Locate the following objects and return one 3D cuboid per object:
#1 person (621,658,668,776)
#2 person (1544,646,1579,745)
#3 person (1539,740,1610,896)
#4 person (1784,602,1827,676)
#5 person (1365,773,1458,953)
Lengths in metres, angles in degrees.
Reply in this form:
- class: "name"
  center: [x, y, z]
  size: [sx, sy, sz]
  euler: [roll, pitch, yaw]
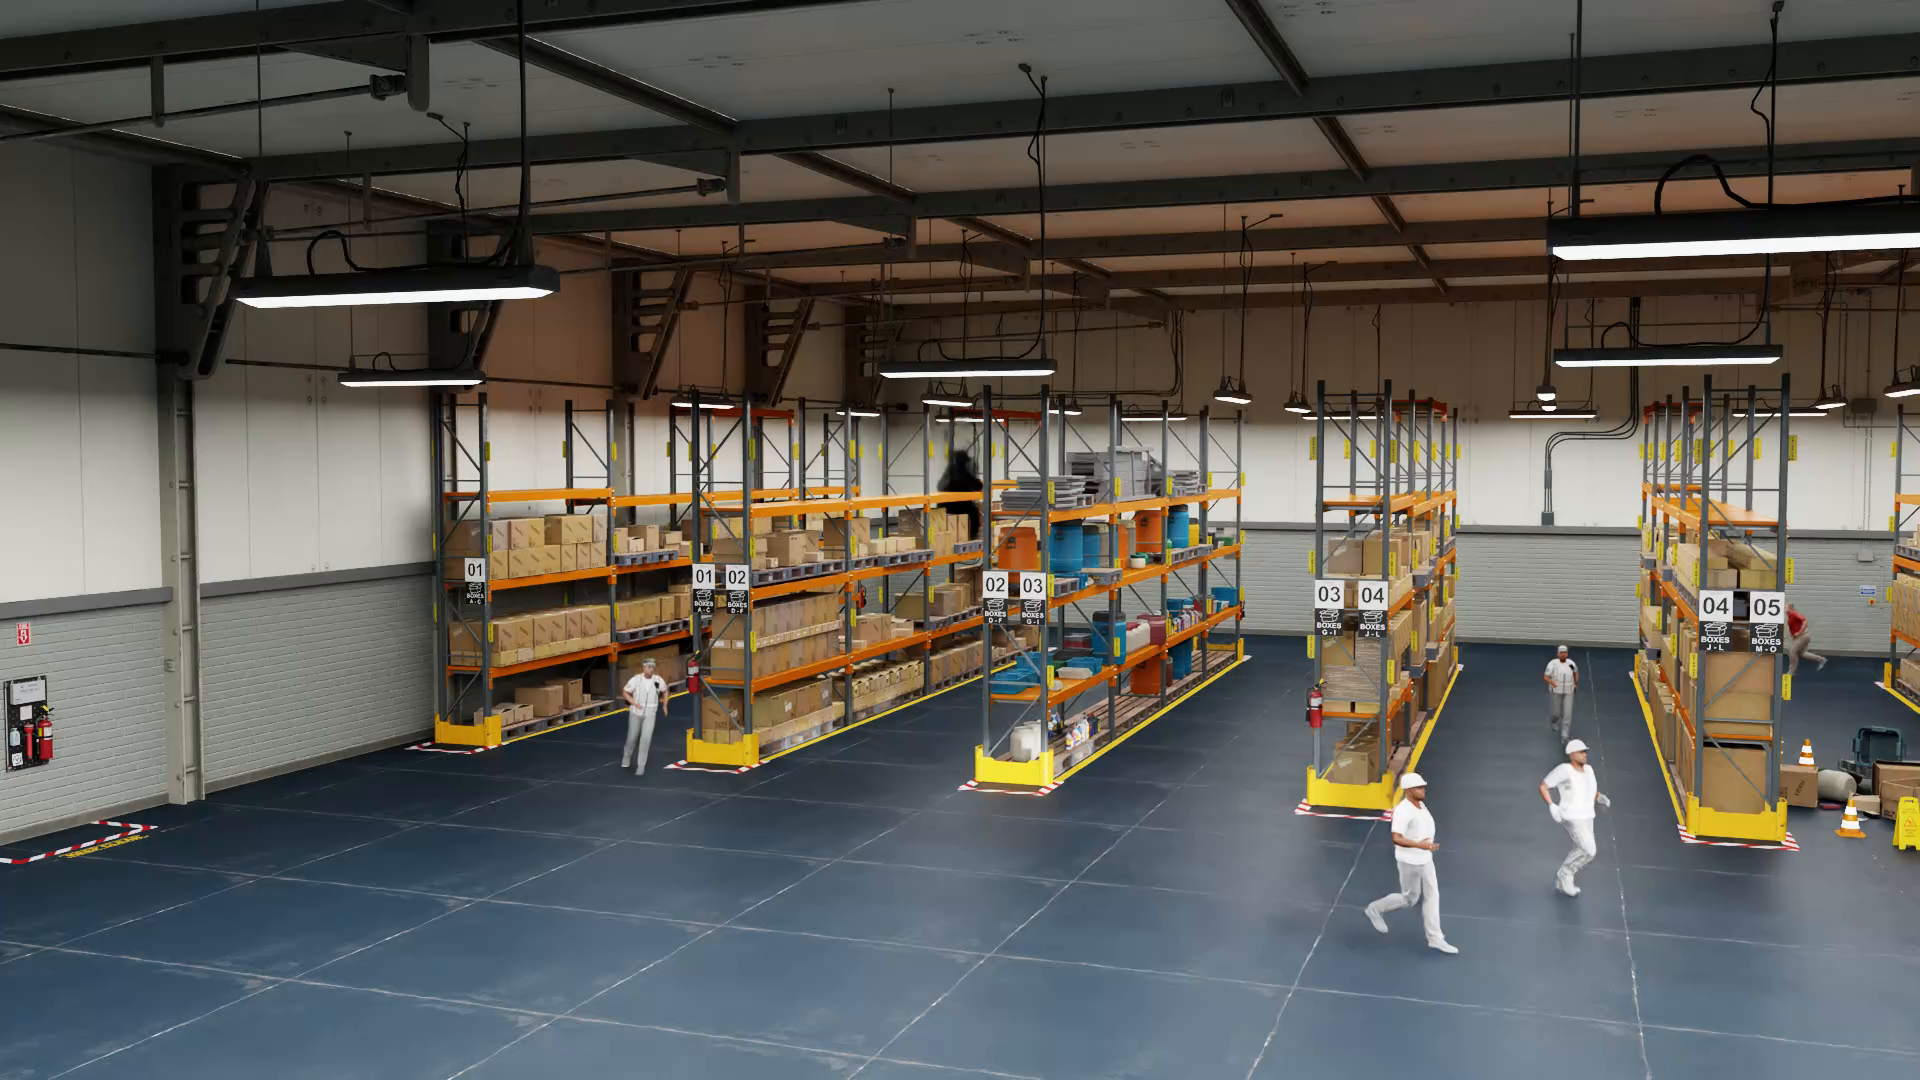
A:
- class: "person"
  center: [-4.919, 2.729, 26.042]
  size: [0.734, 1.773, 0.896]
  euler: [-1, 3, -16]
- class: "person"
  center: [10.408, 2.652, 28.754]
  size: [0.607, 1.659, 0.849]
  euler: [1, 3, 10]
- class: "person"
  center: [6.948, 3.116, 18.625]
  size: [0.673, 1.743, 0.654]
  euler: [-2, 4, -34]
- class: "person"
  center: [18.789, 2.237, 36.942]
  size: [0.945, 1.702, 0.674]
  euler: [0, 3, 9]
- class: "person"
  center: [4.555, 3.219, 16.733]
  size: [0.956, 1.762, 0.700]
  euler: [3, 4, 40]
